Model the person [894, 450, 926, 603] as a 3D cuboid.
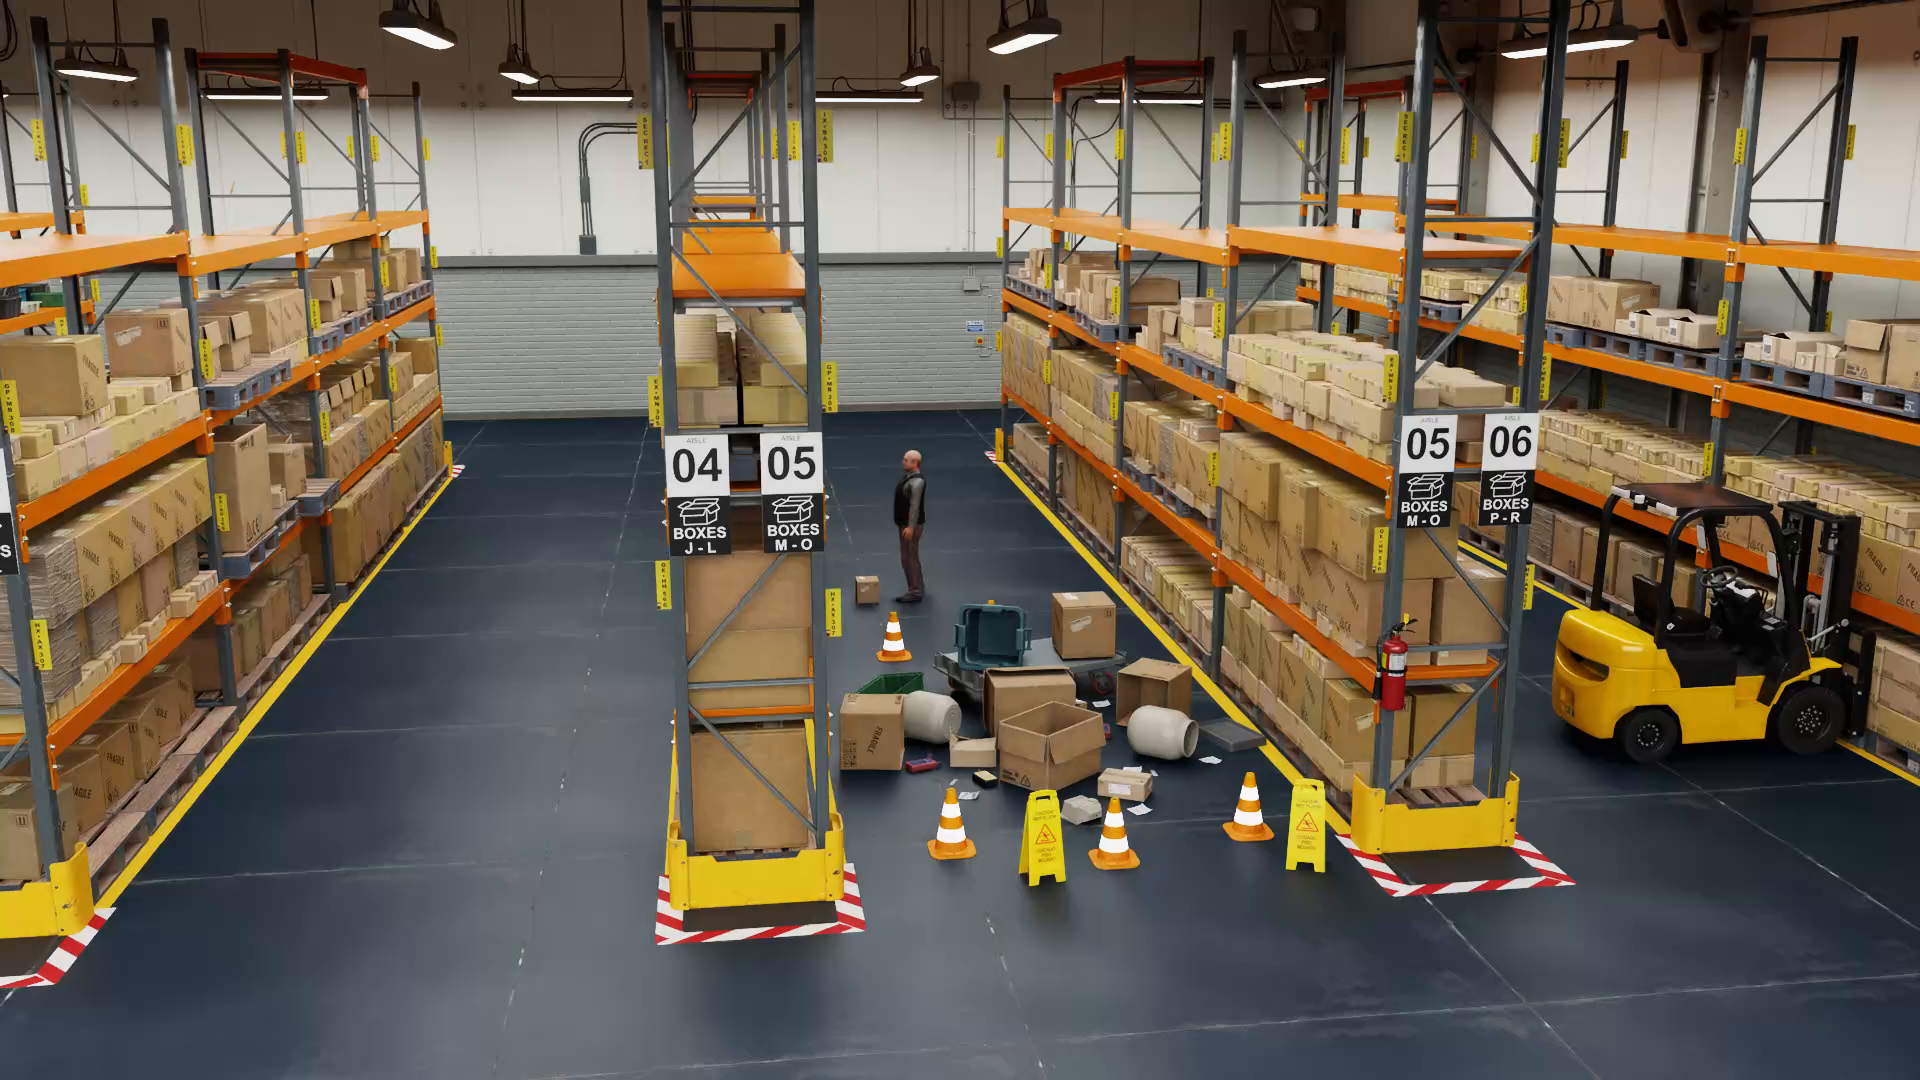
[{"bbox_3d":[-0.564,-0.142,18.754,0.362,1.756,0.531,-2,13,-7],"label":"person"}]
